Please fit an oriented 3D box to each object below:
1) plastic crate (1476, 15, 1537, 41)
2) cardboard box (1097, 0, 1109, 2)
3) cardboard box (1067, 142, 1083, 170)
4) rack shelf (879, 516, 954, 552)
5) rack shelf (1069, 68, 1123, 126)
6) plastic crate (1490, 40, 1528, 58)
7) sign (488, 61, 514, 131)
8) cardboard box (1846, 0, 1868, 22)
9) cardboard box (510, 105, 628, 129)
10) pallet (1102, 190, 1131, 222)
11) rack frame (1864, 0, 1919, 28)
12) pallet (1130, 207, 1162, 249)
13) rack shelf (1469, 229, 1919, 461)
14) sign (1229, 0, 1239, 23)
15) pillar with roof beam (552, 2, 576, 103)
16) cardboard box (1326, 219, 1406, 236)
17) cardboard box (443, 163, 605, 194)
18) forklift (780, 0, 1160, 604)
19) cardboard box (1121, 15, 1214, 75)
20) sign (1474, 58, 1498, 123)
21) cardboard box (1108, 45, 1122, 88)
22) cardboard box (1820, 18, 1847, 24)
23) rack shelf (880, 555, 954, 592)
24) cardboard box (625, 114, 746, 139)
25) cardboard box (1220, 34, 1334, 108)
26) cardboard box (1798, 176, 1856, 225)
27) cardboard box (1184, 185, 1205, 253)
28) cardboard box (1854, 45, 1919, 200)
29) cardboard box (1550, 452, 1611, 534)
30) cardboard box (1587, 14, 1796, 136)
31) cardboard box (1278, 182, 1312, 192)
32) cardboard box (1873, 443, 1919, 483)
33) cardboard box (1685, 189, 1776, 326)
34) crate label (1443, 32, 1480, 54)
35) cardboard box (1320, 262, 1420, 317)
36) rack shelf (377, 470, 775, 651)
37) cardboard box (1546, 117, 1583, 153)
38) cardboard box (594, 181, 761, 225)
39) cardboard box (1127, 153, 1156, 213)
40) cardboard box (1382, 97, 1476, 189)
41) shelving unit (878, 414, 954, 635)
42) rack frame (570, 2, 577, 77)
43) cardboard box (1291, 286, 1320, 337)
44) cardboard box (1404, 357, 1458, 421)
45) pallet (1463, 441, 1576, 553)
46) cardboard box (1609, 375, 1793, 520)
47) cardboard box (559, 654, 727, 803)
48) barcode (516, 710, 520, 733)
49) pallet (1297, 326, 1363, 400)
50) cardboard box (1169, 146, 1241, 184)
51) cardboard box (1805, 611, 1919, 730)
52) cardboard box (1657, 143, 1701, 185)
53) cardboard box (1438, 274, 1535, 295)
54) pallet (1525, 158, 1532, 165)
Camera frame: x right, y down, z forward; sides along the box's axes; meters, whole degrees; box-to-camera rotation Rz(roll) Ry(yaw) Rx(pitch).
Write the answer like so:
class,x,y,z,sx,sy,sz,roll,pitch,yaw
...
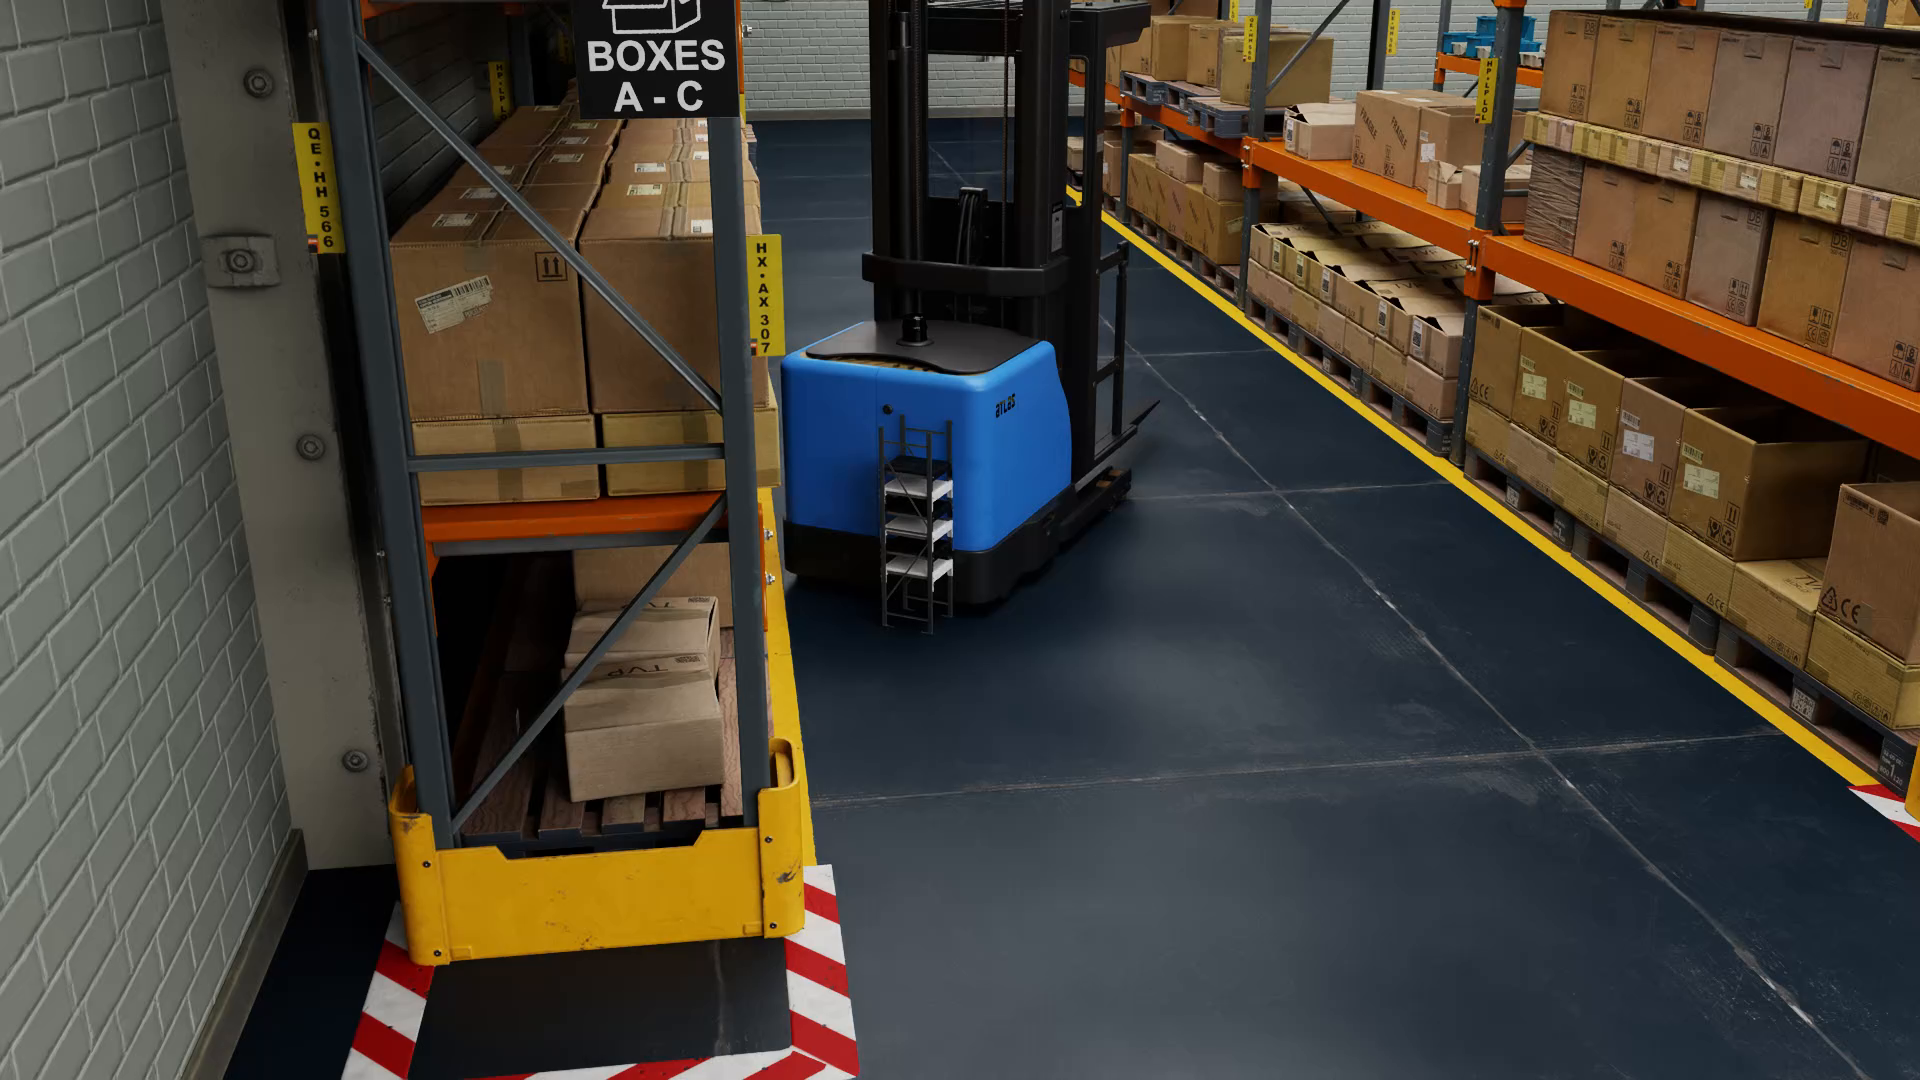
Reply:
class,x,y,z,sx,sy,sz,roll,pitch,yaw
plastic crate,6.672,-6.194,20.378,0.616,0.435,0.499,-3,21,-8
cardboard box,1.708,-5.477,17.022,0.500,0.500,0.500,-3,21,-9
cardboard box,1.479,-4.377,18.949,0.500,0.250,0.500,-3,21,-8
rack shelf,-0.186,-0.034,7.117,0.258,0.077,0.200,9,22,23
rack shelf,1.825,-4.978,18.286,1.077,0.370,4.000,-3,21,-8
plastic crate,6.339,-5.648,19.204,0.416,0.233,0.300,-3,21,-8
sign,-2.184,-2.115,7.937,0.100,0.325,0.005,-3,21,-8
cardboard box,11.214,-6.573,20.246,0.500,0.500,0.500,-3,21,-9
cardboard box,-1.774,-1.719,7.645,0.500,0.500,0.500,-3,21,-9
pallet,2.015,-3.554,17.431,1.003,0.211,1.213,-3,21,-8
rack frame,7.592,-3.486,13.263,1.000,3.000,0.127,-3,21,-8
pallet,2.268,-3.037,16.045,1.003,0.211,1.213,-3,21,-8
rack shelf,3.555,-0.823,7.162,1.077,0.370,4.000,-3,21,-8
sign,2.662,-5.194,16.182,0.100,0.325,0.005,-3,21,-8
pillar with roof beam,0.515,-7.598,15.697,9.100,9.000,0.400,-3,21,-8
cardboard box,3.009,-2.240,12.455,0.500,0.311,0.500,-2,21,-6
cardboard box,-1.478,-1.013,5.756,0.500,0.500,0.500,-3,21,-9
forklift,0.257,-1.572,8.237,1.130,2.935,3.031,9,22,23
cardboard box,1.960,-4.691,15.746,0.700,0.500,0.500,-10,23,-26
sign,2.731,-2.327,8.619,0.100,0.325,0.005,-3,21,-8
cardboard box,1.787,-4.830,16.717,0.500,0.500,0.500,-3,21,-7
cardboard box,11.142,-6.395,20.841,0.500,0.250,0.500,-3,21,-9
rack shelf,-0.186,0.134,7.180,0.258,0.077,0.200,9,22,23
cardboard box,-1.183,-1.572,7.251,0.500,0.500,0.500,-3,21,-8
cardboard box,2.488,-3.694,13.076,0.700,0.500,0.500,-10,23,-26
cardboard box,3.451,-1.299,6.336,0.380,0.149,0.250,-2,21,-6
cardboard box,2.249,-2.764,14.273,0.500,0.500,0.500,-4,21,-10
cardboard box,3.700,-1.485,5.908,0.700,0.500,0.500,-3,21,-9
cardboard box,3.167,-0.239,7.898,0.500,0.250,0.500,-3,21,-8
cardboard box,3.411,-2.179,7.767,0.700,0.500,0.500,-3,21,-8
cardboard box,2.759,-2.800,14.369,0.500,0.500,0.500,-3,21,-8
cardboard box,3.912,-0.098,6.449,0.500,0.500,0.500,-3,21,-8
cardboard box,3.563,-1.213,7.034,0.700,0.500,0.500,-2,21,-6
crate label,6.149,-6.104,20.425,0.416,0.233,0.303,-3,21,-8
cardboard box,2.705,-1.677,10.947,0.500,0.311,0.500,-3,21,-8
rack shelf,-1.347,-0.572,6.489,1.077,0.370,4.000,-3,21,-8
cardboard box,3.150,-2.014,8.251,0.380,0.149,0.250,-3,21,-7
cardboard box,-0.891,-0.859,5.344,0.500,0.500,0.500,-3,21,-8
cardboard box,1.942,-3.478,16.185,0.500,0.500,0.500,-4,21,-10
cardboard box,3.024,-2.522,10.539,0.500,0.500,0.500,-3,21,-8
shelving unit,-0.186,-0.066,7.105,0.258,0.900,0.210,9,22,23
rack frame,-2.211,-2.987,11.926,1.000,3.000,0.127,-3,21,-8
cardboard box,2.629,-1.597,11.533,0.500,0.250,0.500,-3,21,-9
cardboard box,2.920,-0.890,9.643,0.500,0.250,0.500,-3,21,-8
pallet,3.340,-0.269,8.635,1.003,0.211,1.213,-3,21,-8
cardboard box,3.242,-0.417,7.304,0.500,0.500,0.500,-3,21,-8
cardboard box,-1.069,0.593,5.556,0.500,0.311,0.500,-5,21,-14
barcode,-1.467,0.602,5.518,0.001,0.075,0.075,-3,21,-8
pallet,2.943,-1.223,11.189,1.003,0.211,1.213,-3,21,-8
cardboard box,2.159,-3.309,14.662,0.500,0.250,0.500,-3,21,-9
cardboard box,3.473,0.453,6.047,0.500,0.250,0.500,-3,21,-8
cardboard box,3.303,-1.655,7.290,0.380,0.149,0.250,-4,21,-9
cardboard box,3.311,-1.533,10.561,0.500,0.311,0.500,-4,21,-10
pallet,6.692,-4.241,19.269,1.003,0.211,1.213,-3,21,-8
